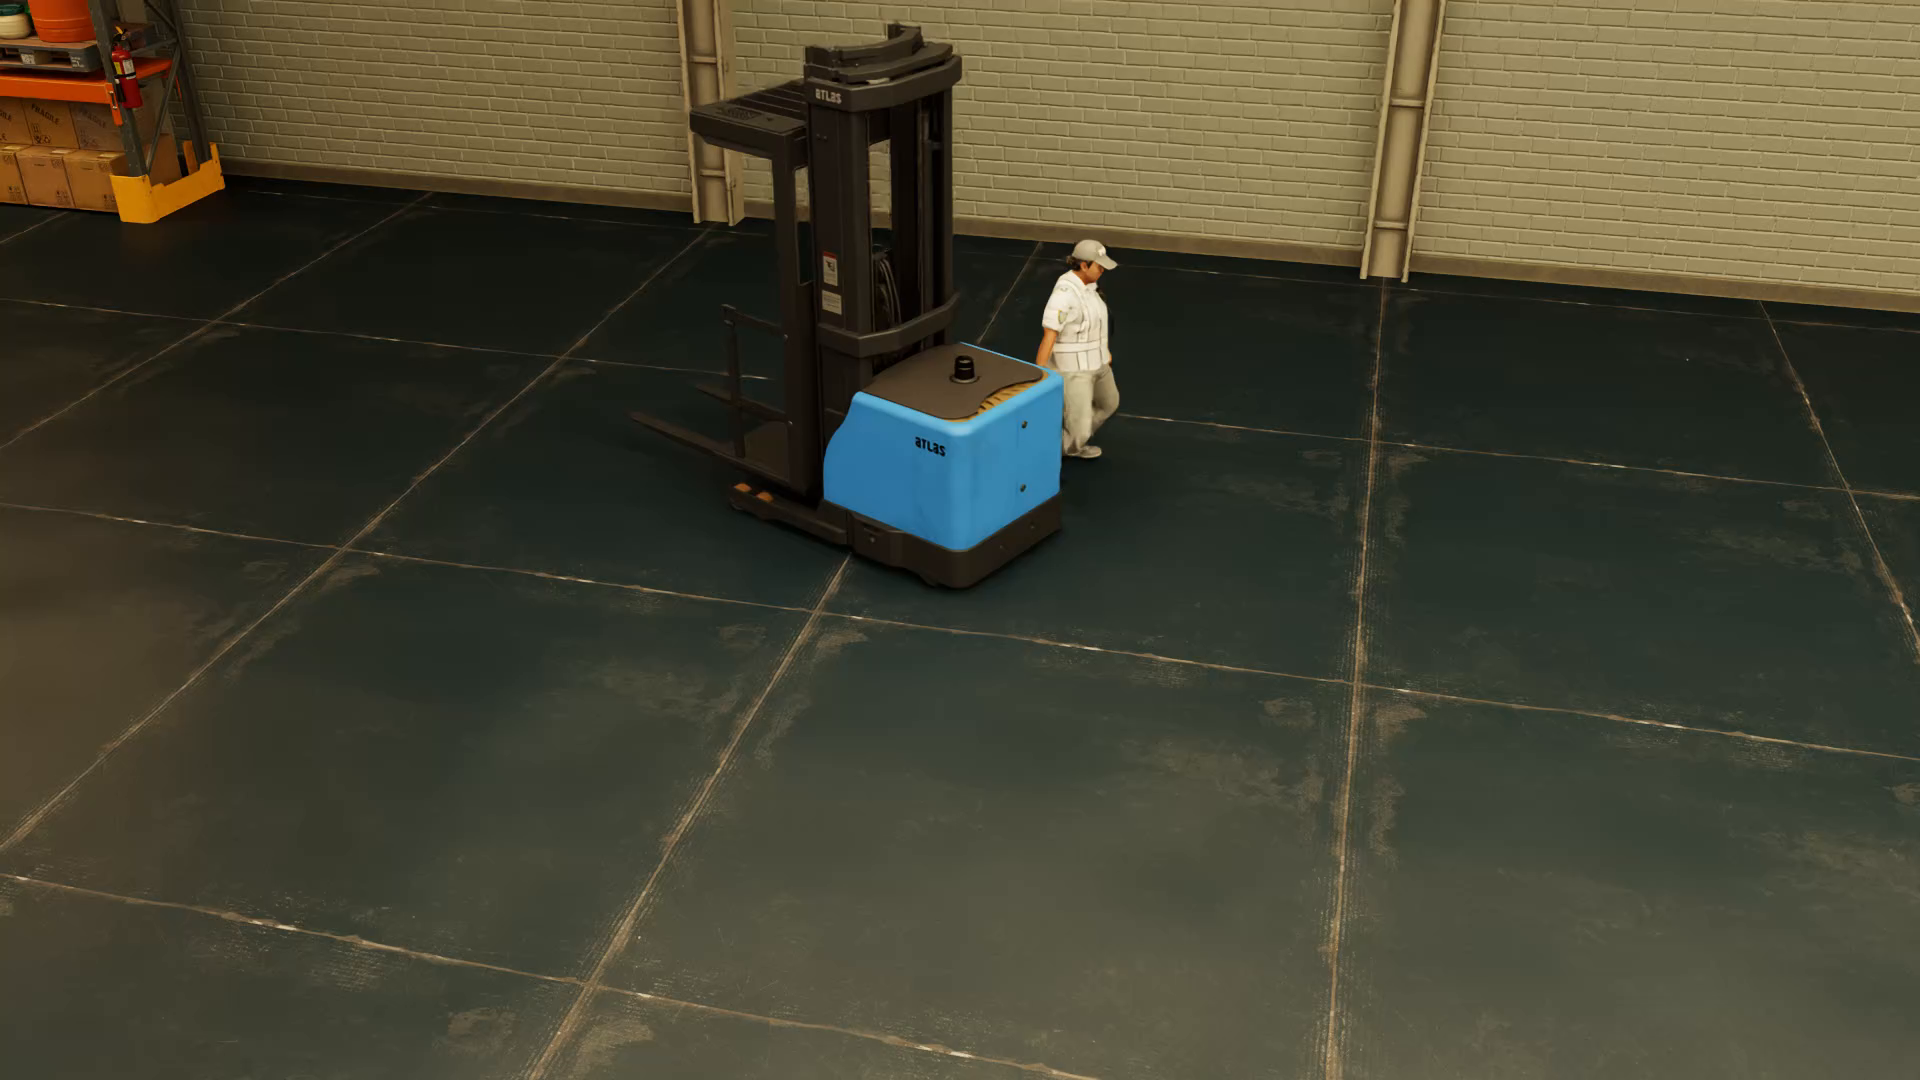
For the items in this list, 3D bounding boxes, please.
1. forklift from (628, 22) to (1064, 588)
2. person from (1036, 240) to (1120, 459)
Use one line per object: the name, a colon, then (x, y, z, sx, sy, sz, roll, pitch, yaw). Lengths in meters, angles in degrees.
forklift: (-0.847, -1.585, 9.967, 3.031, 2.935, 1.130, 22, 36, 33)
person: (0.711, -1.106, 10.448, 0.485, 1.572, 0.827, 17, 34, 28)
